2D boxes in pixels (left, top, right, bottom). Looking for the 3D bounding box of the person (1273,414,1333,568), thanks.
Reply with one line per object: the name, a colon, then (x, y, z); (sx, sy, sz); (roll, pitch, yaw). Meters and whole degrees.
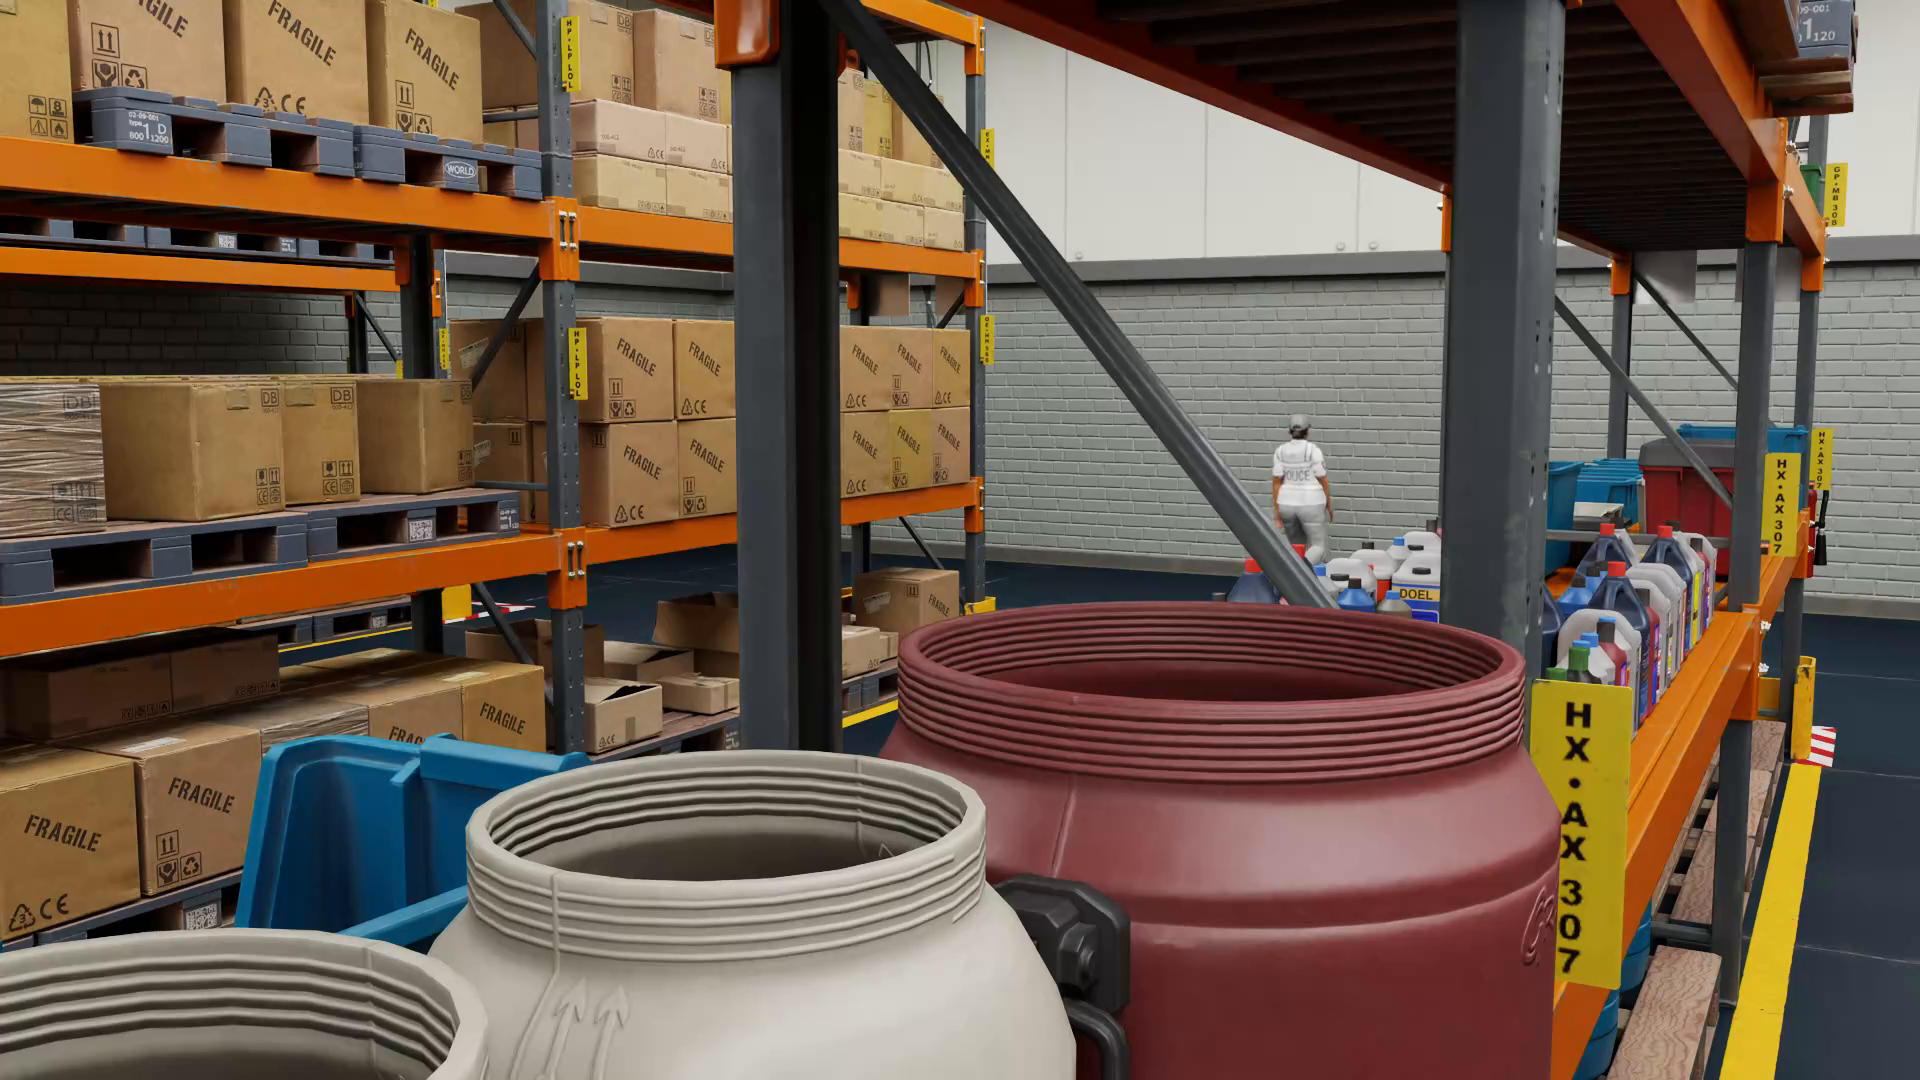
person: (3.002, -0.290, 14.531); (0.473, 1.629, 0.846); (5, 8, 40)
